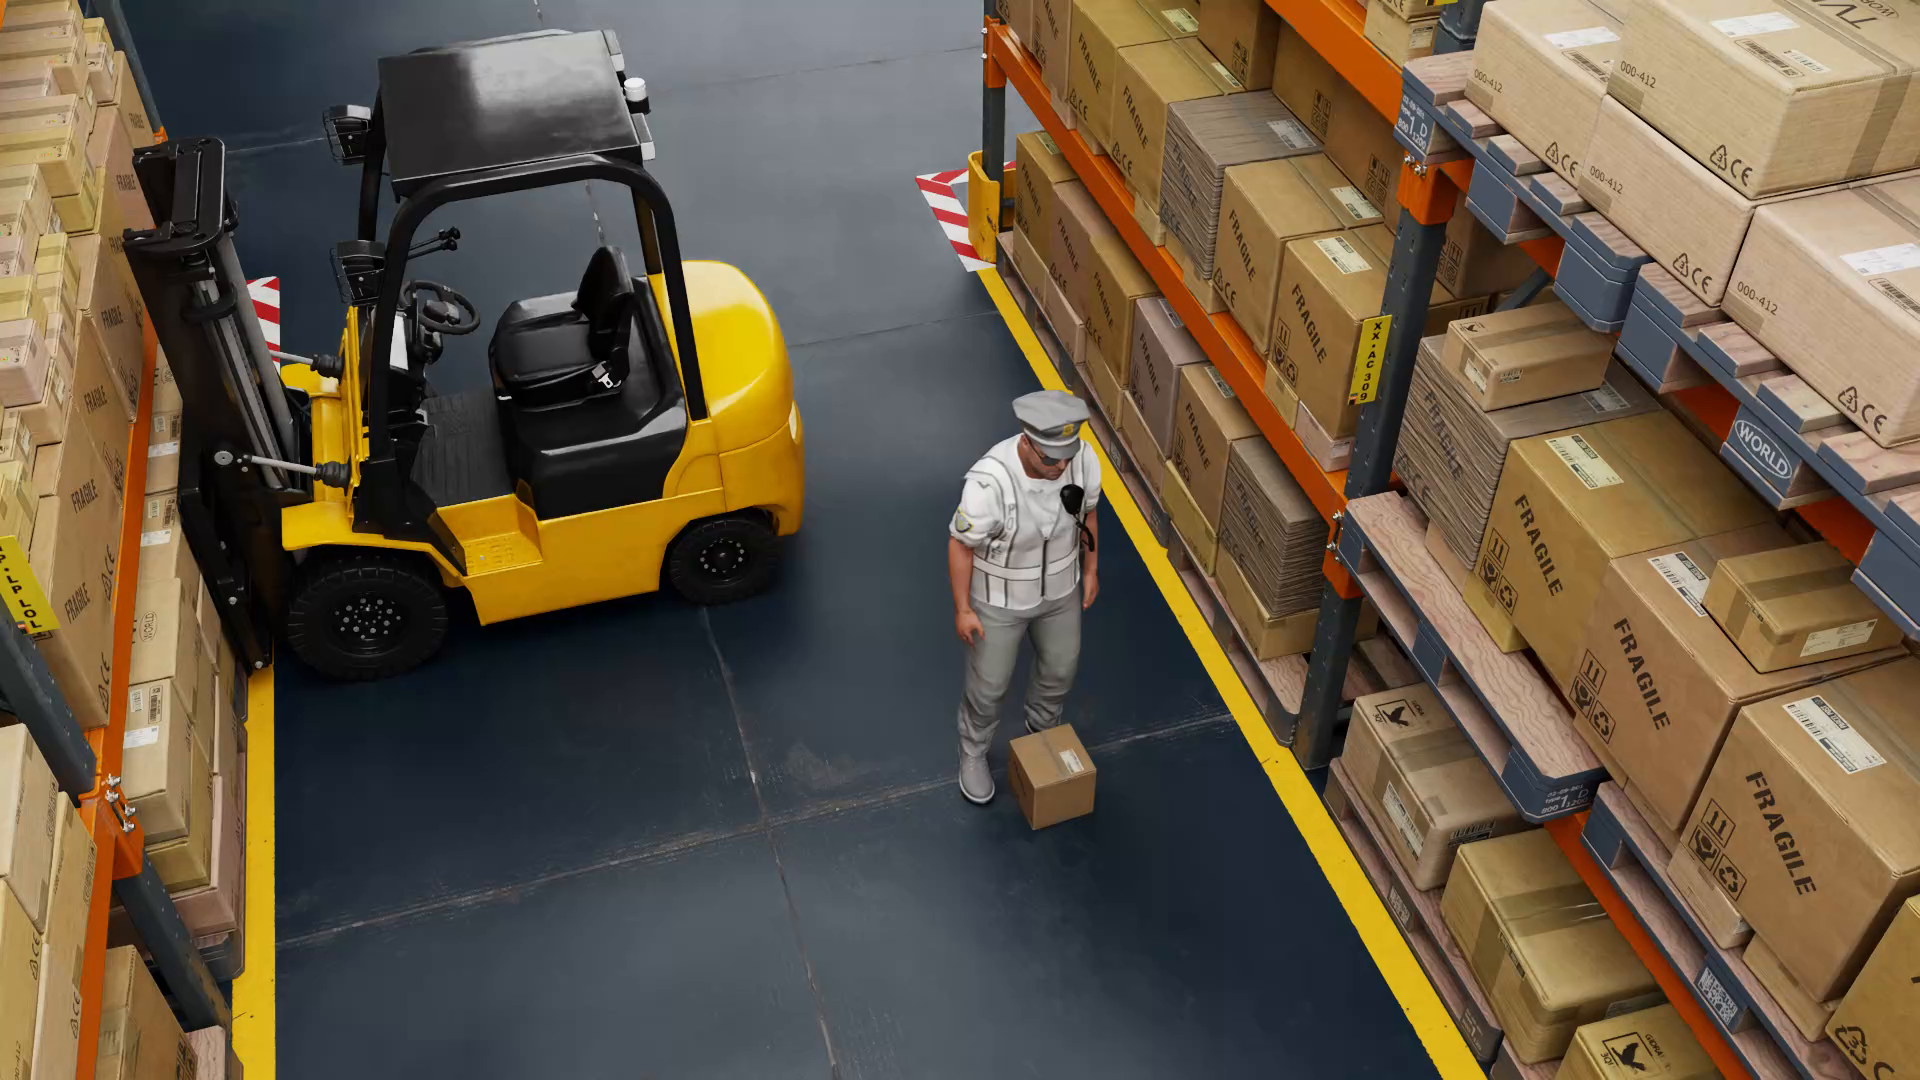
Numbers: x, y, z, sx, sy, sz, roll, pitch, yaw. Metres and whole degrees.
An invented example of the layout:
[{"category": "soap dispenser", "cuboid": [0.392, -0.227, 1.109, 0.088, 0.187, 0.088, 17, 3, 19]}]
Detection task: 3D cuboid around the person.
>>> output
[{"category": "person", "cuboid": [0.229, 0.167, 5.970, 0.595, 1.746, 0.439, -17, 45, -18]}]
